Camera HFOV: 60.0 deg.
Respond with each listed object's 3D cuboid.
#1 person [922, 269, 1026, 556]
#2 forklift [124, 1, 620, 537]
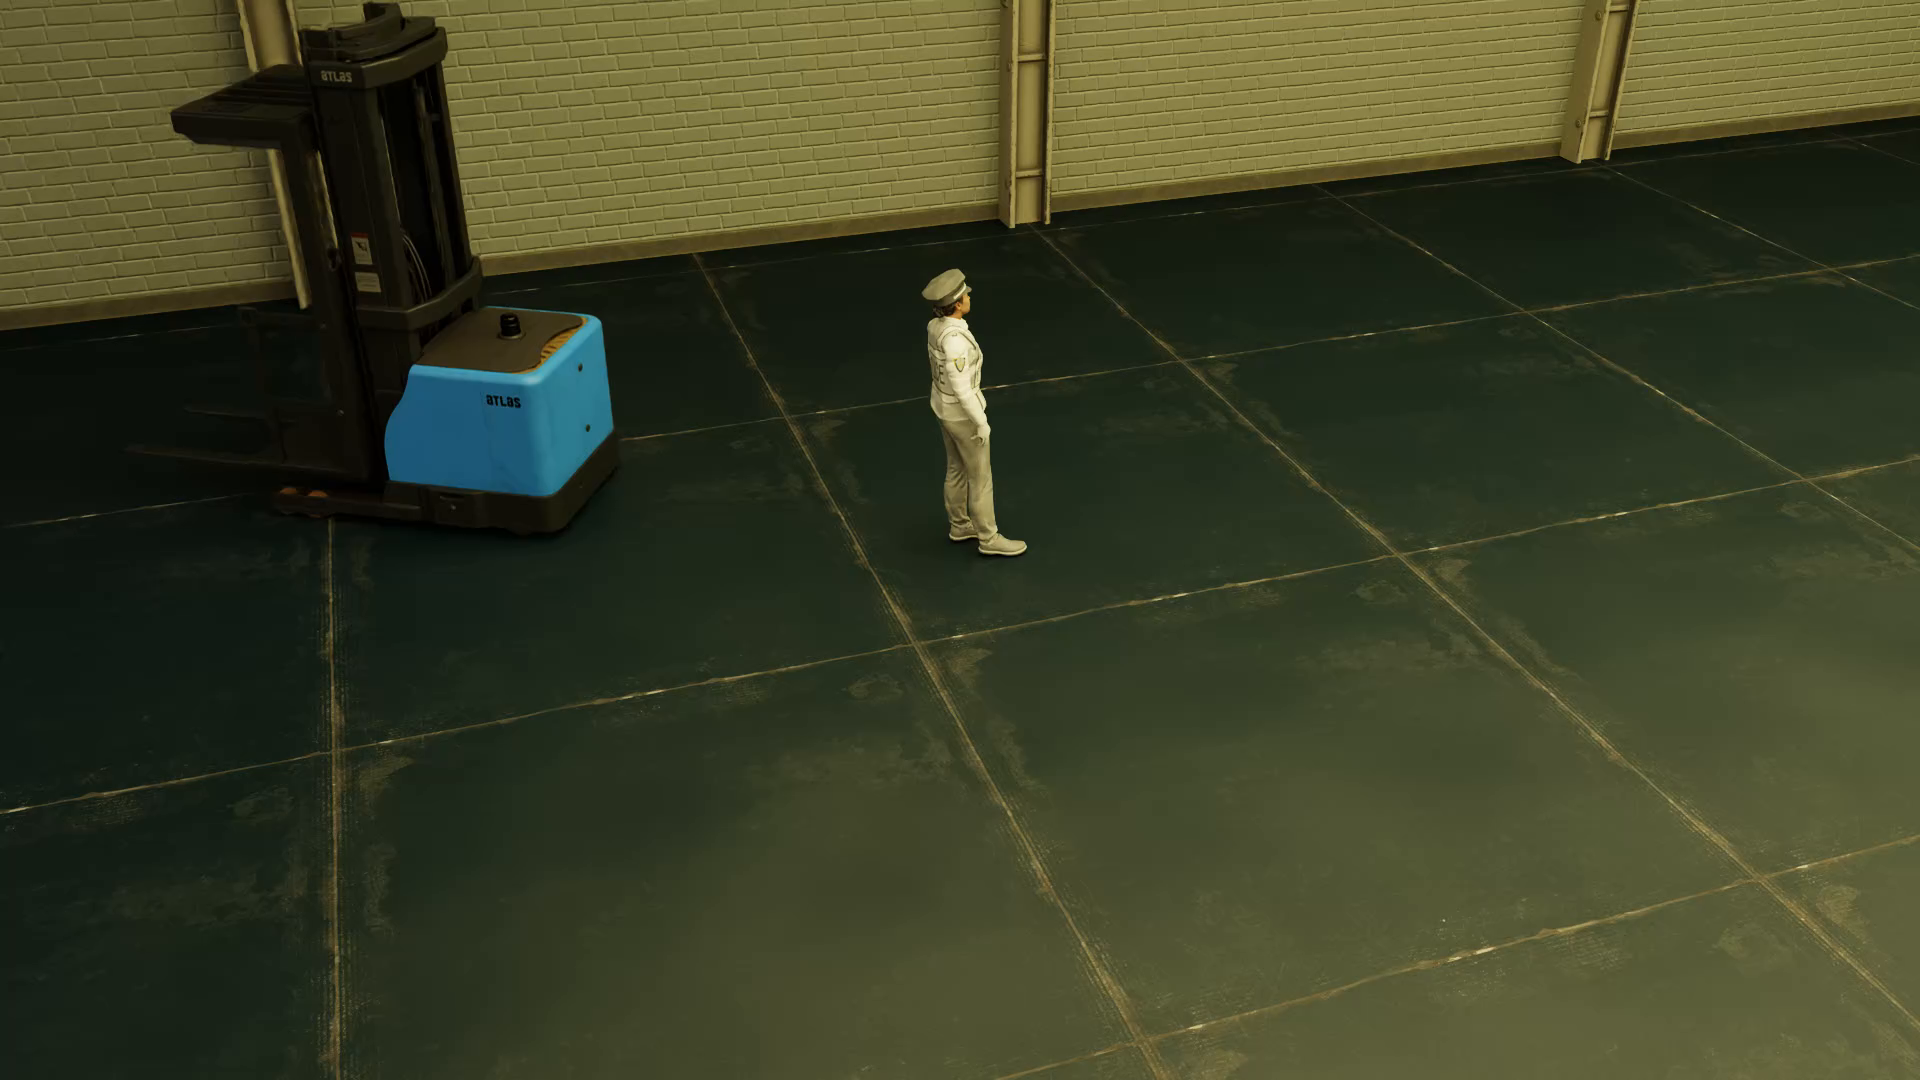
[{"bbox_3d":[0.067,-0.748,9.613,0.531,1.694,0.586,-10,31,-16],"label":"person"},{"bbox_3d":[-3.773,-1.656,9.965,3.031,2.935,1.130,6,30,11],"label":"forklift"}]
